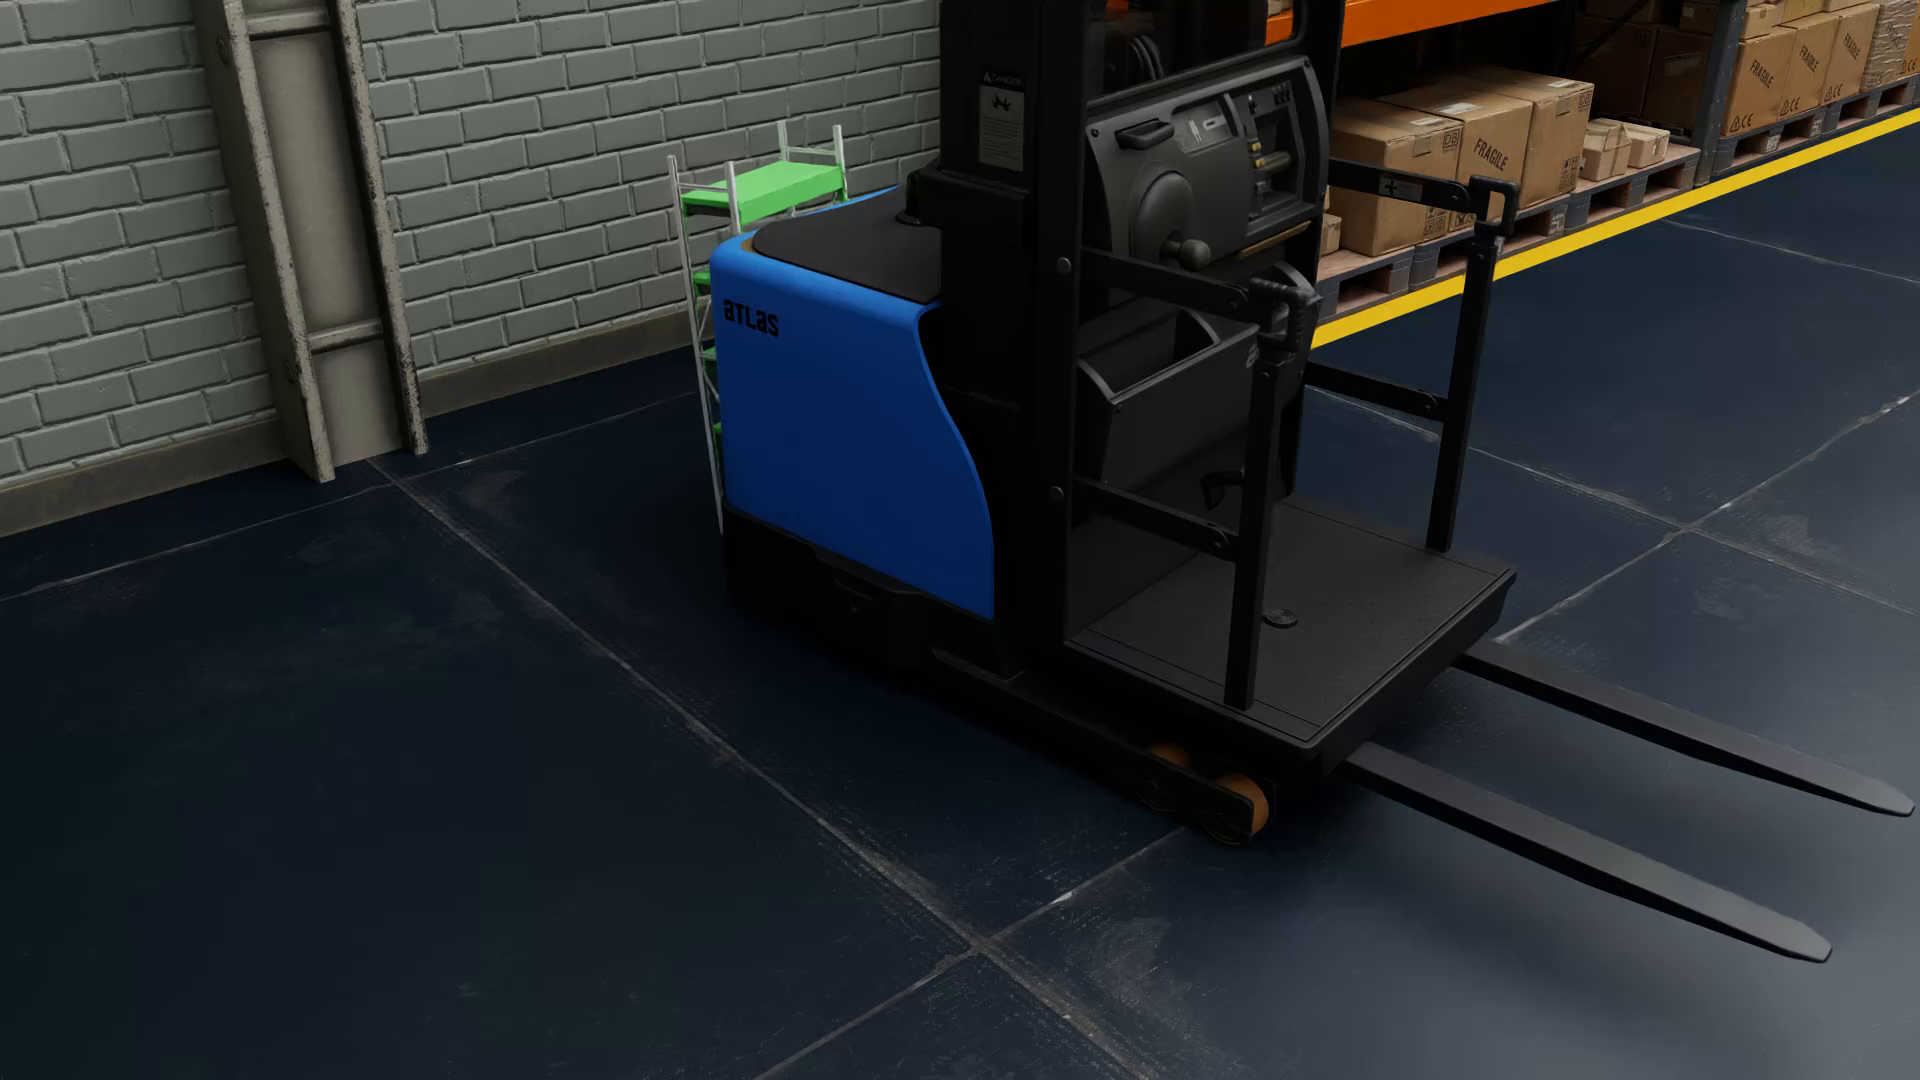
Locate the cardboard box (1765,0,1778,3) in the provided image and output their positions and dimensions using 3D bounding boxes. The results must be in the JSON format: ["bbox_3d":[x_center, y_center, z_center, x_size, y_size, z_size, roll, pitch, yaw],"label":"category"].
[{"bbox_3d":[4.182,-2.966,8.820,0.250,0.149,0.380,-24,36,-37],"label":"cardboard box"}]

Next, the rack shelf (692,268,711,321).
[{"bbox_3d":[-0.571,-0.791,5.065,0.258,0.148,0.480,13,31,32],"label":"rack shelf"}]

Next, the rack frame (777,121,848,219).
[{"bbox_3d":[-0.421,-0.727,5.318,0.240,1.200,0.015,13,31,32],"label":"rack frame"}]

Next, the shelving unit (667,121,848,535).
[{"bbox_3d":[-0.560,-0.633,5.141,0.258,1.200,0.503,13,31,32],"label":"shelving unit"}]

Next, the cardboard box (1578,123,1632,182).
[{"bbox_3d":[3.065,-1.949,8.170,0.258,0.266,0.396,-20,34,-33],"label":"cardboard box"}]

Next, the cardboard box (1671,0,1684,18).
[{"bbox_3d":[3.859,-3.022,9.241,0.250,0.149,0.380,-22,35,-35],"label":"cardboard box"}]

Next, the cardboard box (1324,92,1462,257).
[{"bbox_3d":[1.729,-1.614,7.295,0.500,0.500,0.700,-20,34,-33],"label":"cardboard box"}]

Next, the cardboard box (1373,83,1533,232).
[{"bbox_3d":[2.196,-1.740,7.531,0.500,0.500,0.500,-21,35,-34],"label":"cardboard box"}]

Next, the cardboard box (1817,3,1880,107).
[{"bbox_3d":[4.865,-2.822,9.555,0.500,0.500,0.500,-23,36,-36],"label":"cardboard box"}]

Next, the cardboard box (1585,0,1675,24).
[{"bbox_3d":[3.663,-2.939,9.086,0.250,0.149,0.380,-24,36,-37],"label":"cardboard box"}]

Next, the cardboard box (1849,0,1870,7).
[{"bbox_3d":[4.968,-3.160,9.498,0.250,0.149,0.380,-20,34,-33],"label":"cardboard box"}]

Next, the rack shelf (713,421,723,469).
[{"bbox_3d":[-0.540,-0.359,5.271,0.258,0.148,0.480,13,31,32],"label":"rack shelf"}]

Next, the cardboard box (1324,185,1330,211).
[{"bbox_3d":[1.054,-1.368,6.831,0.637,0.503,0.797,-24,36,-37],"label":"cardboard box"}]

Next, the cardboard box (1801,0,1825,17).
[{"bbox_3d":[4.563,-3.022,9.240,0.250,0.149,0.380,-23,35,-36],"label":"cardboard box"}]

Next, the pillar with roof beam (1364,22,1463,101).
[{"bbox_3d":[5.249,-4.567,4.249,0.400,9.000,9.100,-22,35,-35],"label":"pillar with roof beam"}]

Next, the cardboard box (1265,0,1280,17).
[{"bbox_3d":[0.955,-2.022,6.118,0.250,0.149,0.380,-22,35,-35],"label":"cardboard box"}]

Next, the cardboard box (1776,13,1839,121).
[{"bbox_3d":[4.482,-2.671,9.272,0.500,0.500,0.500,-22,35,-36],"label":"cardboard box"}]

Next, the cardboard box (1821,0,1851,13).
[{"bbox_3d":[4.778,-3.085,9.358,0.250,0.149,0.380,-22,35,-35],"label":"cardboard box"}]

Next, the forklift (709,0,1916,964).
[{"bbox_3d":[0.754,-0.858,3.746,3.031,2.935,1.130,22,35,35],"label":"forklift"}]

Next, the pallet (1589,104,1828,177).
[{"bbox_3d":[4.164,-2.387,9.493,1.213,0.211,1.003,-22,35,-35],"label":"pallet"}]

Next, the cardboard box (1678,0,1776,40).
[{"bbox_3d":[4.015,-2.738,8.709,0.250,0.149,0.380,-20,34,-33],"label":"cardboard box"}]

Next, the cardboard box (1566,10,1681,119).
[{"bbox_3d":[3.751,-2.694,9.315,0.500,0.500,0.500,-22,35,-35],"label":"cardboard box"}]

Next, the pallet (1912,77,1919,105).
[{"bbox_3d":[6.020,-3.134,10.890,1.213,0.211,1.003,-22,35,-35],"label":"pallet"}]

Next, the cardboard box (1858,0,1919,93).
[{"bbox_3d":[5.264,-2.979,9.848,0.500,0.500,0.500,-23,36,-37],"label":"cardboard box"}]

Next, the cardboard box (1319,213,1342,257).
[{"bbox_3d":[1.402,-1.328,7.132,0.250,0.149,0.380,-24,36,-37],"label":"cardboard box"}]

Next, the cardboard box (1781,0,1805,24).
[{"bbox_3d":[4.364,-2.933,9.074,0.250,0.149,0.380,-24,36,-37],"label":"cardboard box"}]

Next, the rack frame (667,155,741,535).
[{"bbox_3d":[-0.698,-0.538,4.963,0.240,1.200,0.015,13,31,32],"label":"rack frame"}]

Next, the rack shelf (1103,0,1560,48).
[{"bbox_3d":[2.048,-2.426,7.370,4.000,0.370,1.077,-22,35,-35],"label":"rack shelf"}]

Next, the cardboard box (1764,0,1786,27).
[{"bbox_3d":[4.176,-2.850,8.919,0.250,0.149,0.380,-23,36,-36],"label":"cardboard box"}]

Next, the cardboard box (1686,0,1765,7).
[{"bbox_3d":[3.976,-2.891,8.680,0.250,0.149,0.380,-23,35,-36],"label":"cardboard box"}]

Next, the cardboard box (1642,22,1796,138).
[{"bbox_3d":[4.084,-2.505,8.961,0.500,0.500,0.500,-20,34,-33],"label":"cardboard box"}]

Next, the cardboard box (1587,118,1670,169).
[{"bbox_3d":[3.337,-2.007,8.402,0.250,0.149,0.380,-23,36,-36],"label":"cardboard box"}]

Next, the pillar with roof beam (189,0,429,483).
[{"bbox_3d":[0.685,-2.732,0.814,0.400,9.000,9.100,-22,35,-35],"label":"pillar with roof beam"}]

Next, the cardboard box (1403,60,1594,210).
[{"bbox_3d":[2.519,-1.932,7.889,0.500,0.500,0.700,-23,36,-37],"label":"cardboard box"}]

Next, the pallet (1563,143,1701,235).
[{"bbox_3d":[3.047,-1.915,8.610,1.213,0.211,1.003,-22,35,-35],"label":"pallet"}]

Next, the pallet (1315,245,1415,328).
[{"bbox_3d":[1.190,-1.169,7.213,1.213,0.211,1.003,-22,35,-35],"label":"pallet"}]

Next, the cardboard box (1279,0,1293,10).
[{"bbox_3d":[1.118,-2.117,6.295,0.250,0.149,0.380,-21,35,-34],"label":"cardboard box"}]

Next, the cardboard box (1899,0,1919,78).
[{"bbox_3d":[5.647,-3.144,10.158,0.500,0.500,0.500,-20,34,-33],"label":"cardboard box"}]

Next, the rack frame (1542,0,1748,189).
[{"bbox_3d":[3.570,-3.355,8.345,0.127,3.000,1.000,-22,35,-35],"label":"rack frame"}]

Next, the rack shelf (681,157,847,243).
[{"bbox_3d":[-0.587,-1.008,4.962,0.258,0.148,0.480,13,31,32],"label":"rack shelf"}]

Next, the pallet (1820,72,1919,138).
[{"bbox_3d":[5.093,-2.762,10.195,1.213,0.211,1.003,-22,35,-35],"label":"pallet"}]

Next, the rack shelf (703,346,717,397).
[{"bbox_3d":[-0.555,-0.575,5.168,0.258,0.148,0.480,13,31,32],"label":"rack shelf"}]

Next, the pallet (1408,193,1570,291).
[{"bbox_3d":[2.118,-1.540,7.908,1.213,0.211,1.003,-22,35,-35],"label":"pallet"}]
